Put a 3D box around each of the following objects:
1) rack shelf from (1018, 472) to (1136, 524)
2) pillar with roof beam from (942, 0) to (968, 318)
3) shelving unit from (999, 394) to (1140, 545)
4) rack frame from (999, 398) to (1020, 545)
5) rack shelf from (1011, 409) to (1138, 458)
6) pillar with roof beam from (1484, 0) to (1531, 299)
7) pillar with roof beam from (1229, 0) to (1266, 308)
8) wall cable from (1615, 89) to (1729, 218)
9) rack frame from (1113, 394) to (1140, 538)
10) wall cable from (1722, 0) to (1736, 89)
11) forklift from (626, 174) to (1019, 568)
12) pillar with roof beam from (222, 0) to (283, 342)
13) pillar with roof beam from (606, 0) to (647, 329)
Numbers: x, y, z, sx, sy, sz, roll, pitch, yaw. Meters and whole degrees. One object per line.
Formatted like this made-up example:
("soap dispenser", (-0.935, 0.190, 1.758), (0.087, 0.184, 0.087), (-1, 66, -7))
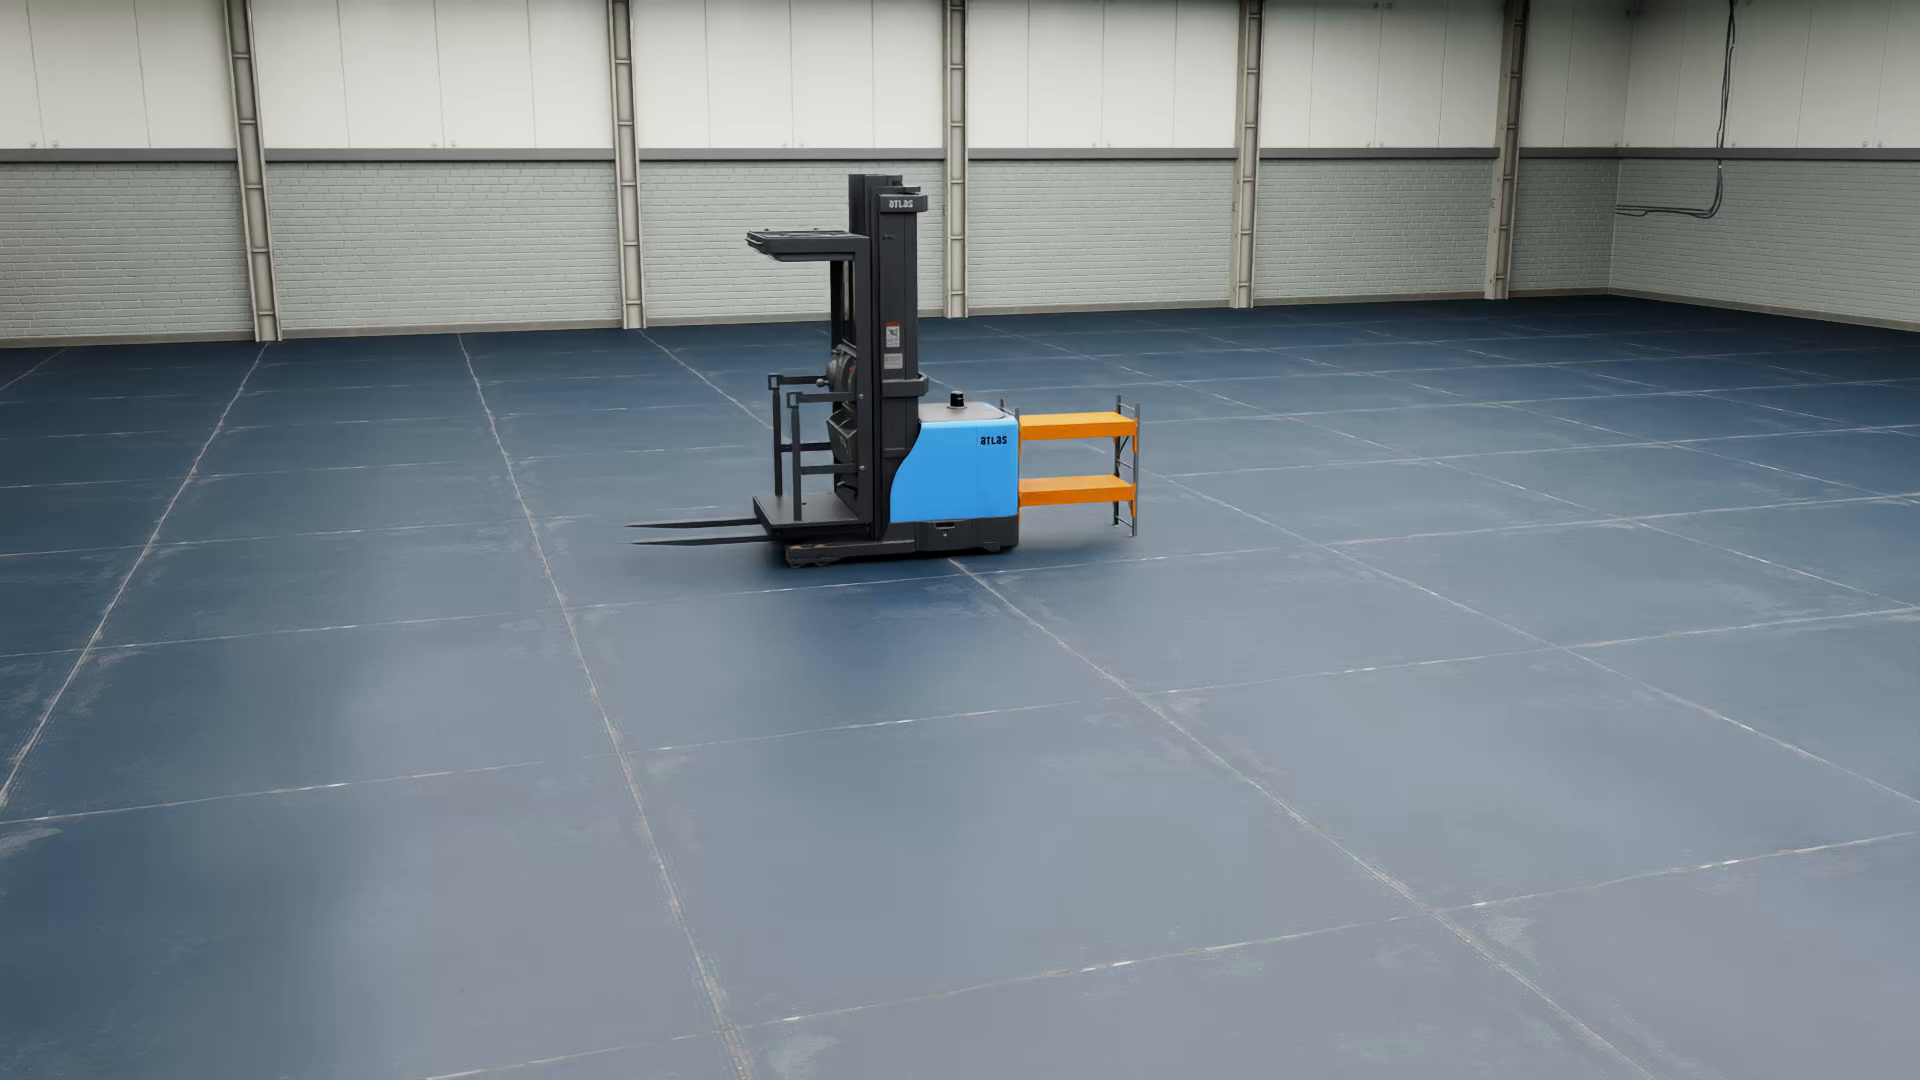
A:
("rack shelf", (0.892, -0.354, 13.756), (1.000, 0.278, 0.538), (-3, 14, -14))
("pillar with roof beam", (1.287, -7.635, 26.296), (0.400, 9.000, 9.100), (-4, 14, -18))
("shelving unit", (0.892, -0.592, 13.699), (1.048, 1.125, 0.538), (-3, 14, -14))
("rack frame", (0.399, -0.562, 13.576), (0.032, 1.125, 0.500), (-3, 14, -14))
("rack shelf", (0.892, -0.876, 13.631), (1.000, 0.278, 0.538), (-3, 14, -14))
("pillar with roof beam", (12.660, -8.521, 30.019), (0.400, 9.000, 9.100), (-4, 14, -18))
("pillar with roof beam", (6.973, -8.078, 28.158), (0.400, 9.000, 9.100), (-4, 14, -18))
("wall cable", (14.501, -7.882, 34.043), (0.112, 2.526, 3.097), (-4, 14, -18))
("rack frame", (1.384, -0.621, 13.822), (0.032, 1.125, 0.500), (-3, 14, -14))
("wall cable", (15.364, -9.746, 30.964), (0.112, 2.526, 3.097), (-4, 14, -18))
("forklift", (-1.106, -1.348, 12.974), (3.031, 2.935, 1.130), (-3, 14, -14))
("pillar with roof beam", (-10.087, -6.750, 22.573), (0.400, 9.000, 9.100), (-4, 14, -18))
("pillar with roof beam", (-4.400, -7.192, 24.434), (0.400, 9.000, 9.100), (-4, 14, -18))
